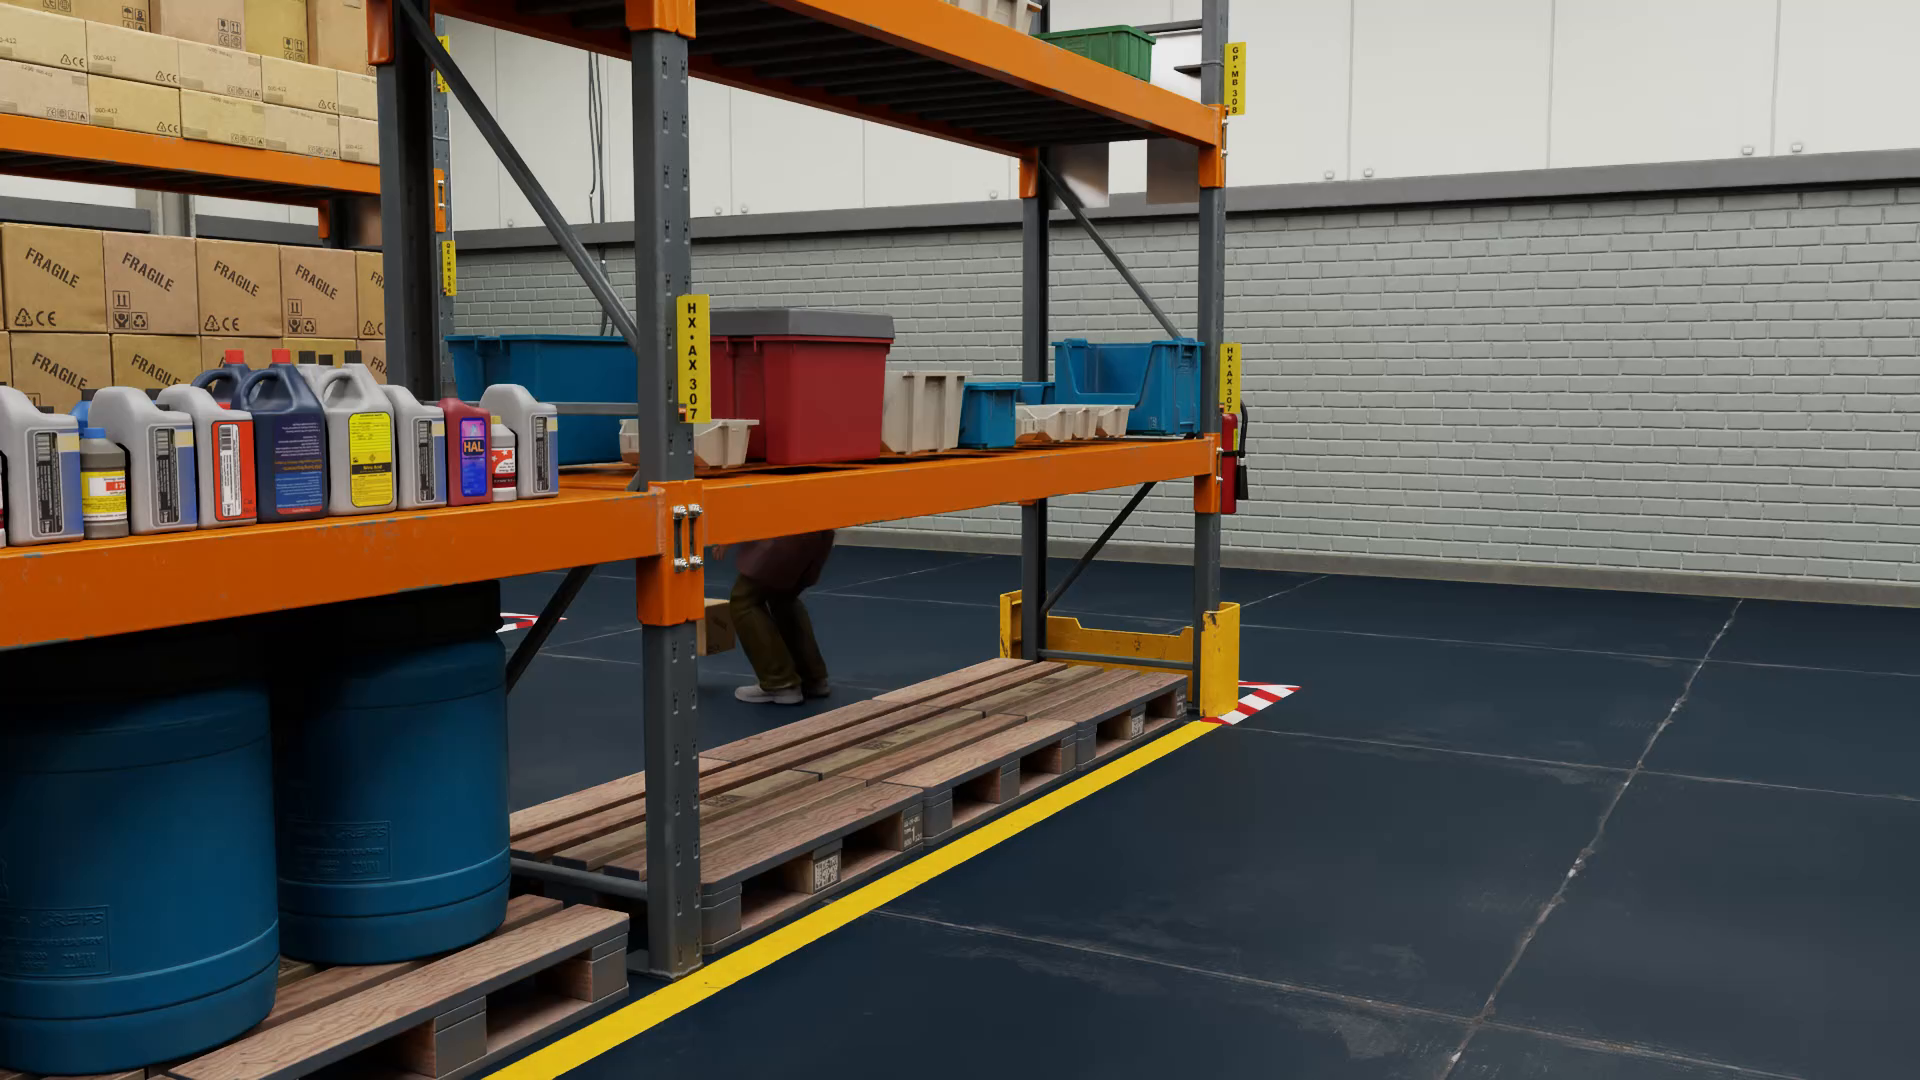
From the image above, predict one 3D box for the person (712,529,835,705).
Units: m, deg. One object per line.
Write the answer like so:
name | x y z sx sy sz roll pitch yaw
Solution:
person | -0.897 -0.024 8.163 0.516 1.643 0.612 3 7 30
